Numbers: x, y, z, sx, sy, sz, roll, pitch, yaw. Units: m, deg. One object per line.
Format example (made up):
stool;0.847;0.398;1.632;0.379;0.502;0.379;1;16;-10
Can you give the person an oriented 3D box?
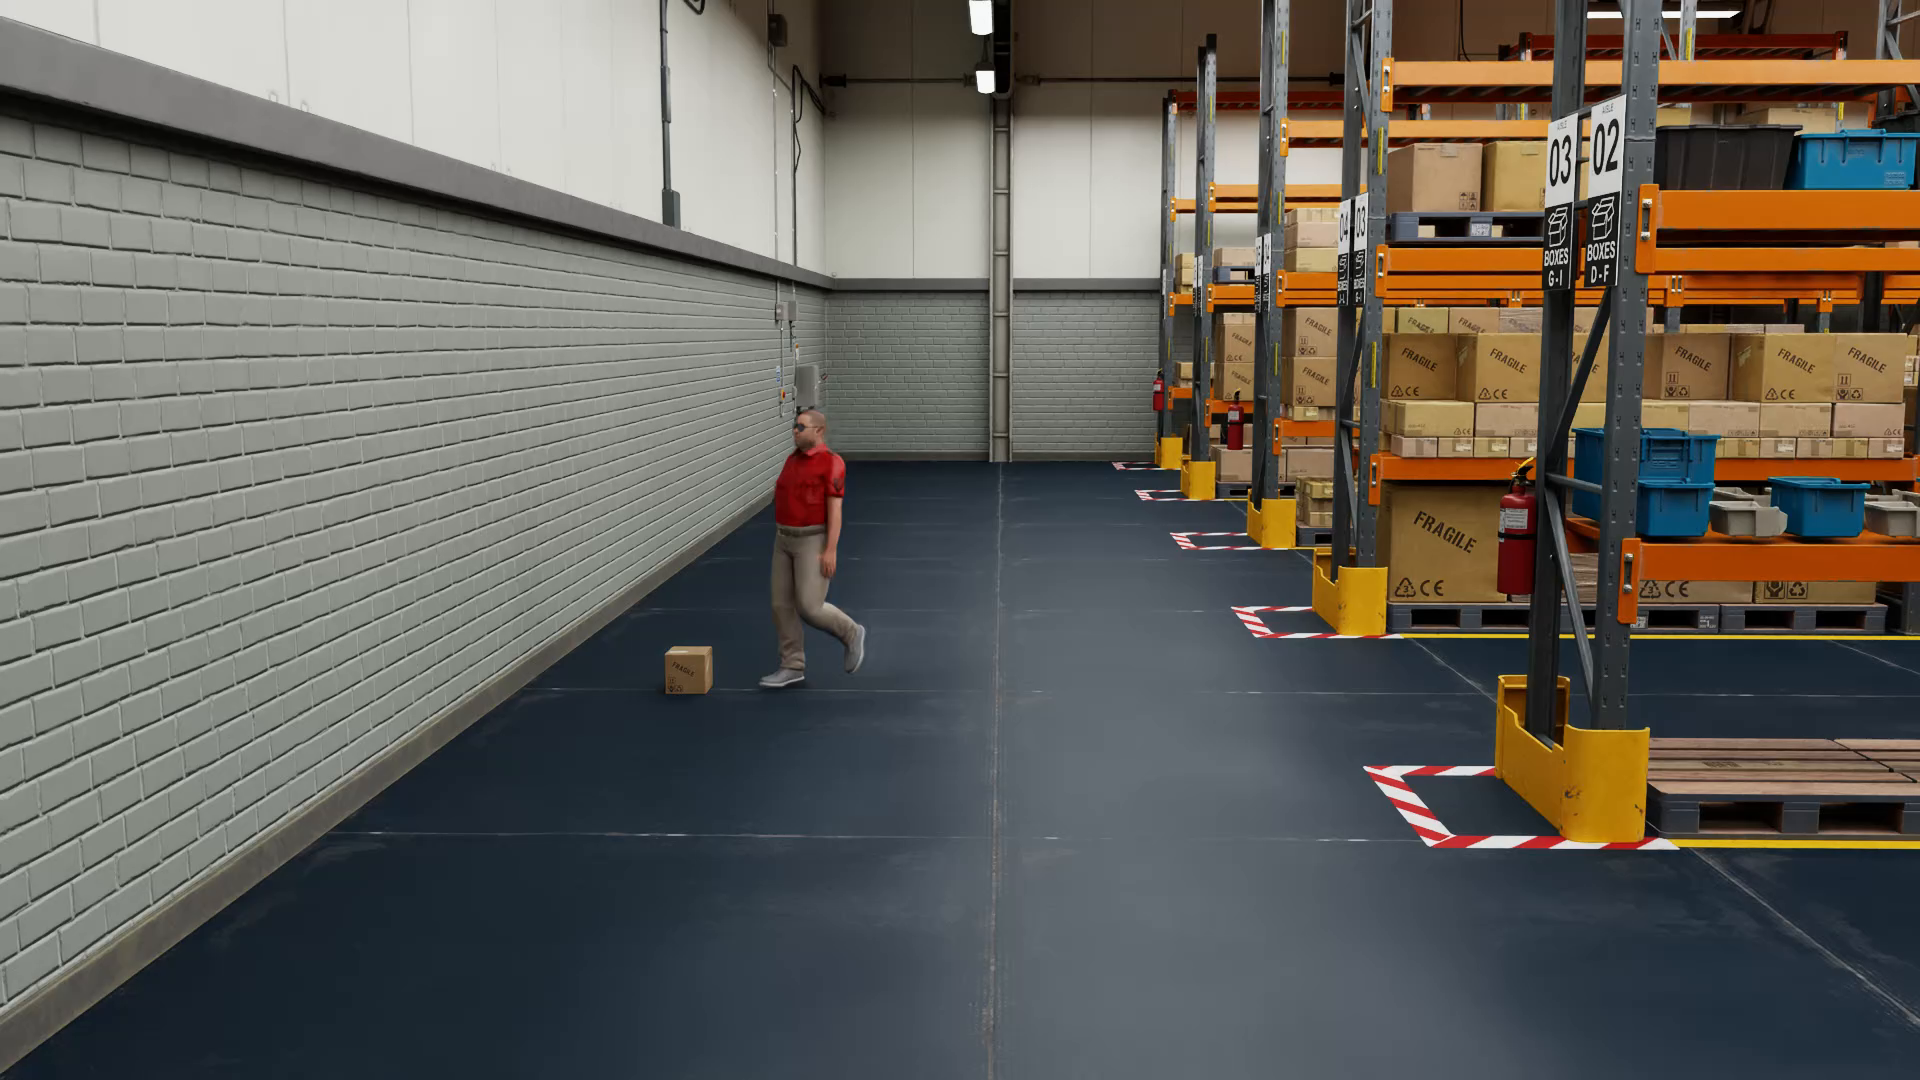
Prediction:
person;-0.948;0.047;10.332;0.552;1.709;0.635;6;10;42
